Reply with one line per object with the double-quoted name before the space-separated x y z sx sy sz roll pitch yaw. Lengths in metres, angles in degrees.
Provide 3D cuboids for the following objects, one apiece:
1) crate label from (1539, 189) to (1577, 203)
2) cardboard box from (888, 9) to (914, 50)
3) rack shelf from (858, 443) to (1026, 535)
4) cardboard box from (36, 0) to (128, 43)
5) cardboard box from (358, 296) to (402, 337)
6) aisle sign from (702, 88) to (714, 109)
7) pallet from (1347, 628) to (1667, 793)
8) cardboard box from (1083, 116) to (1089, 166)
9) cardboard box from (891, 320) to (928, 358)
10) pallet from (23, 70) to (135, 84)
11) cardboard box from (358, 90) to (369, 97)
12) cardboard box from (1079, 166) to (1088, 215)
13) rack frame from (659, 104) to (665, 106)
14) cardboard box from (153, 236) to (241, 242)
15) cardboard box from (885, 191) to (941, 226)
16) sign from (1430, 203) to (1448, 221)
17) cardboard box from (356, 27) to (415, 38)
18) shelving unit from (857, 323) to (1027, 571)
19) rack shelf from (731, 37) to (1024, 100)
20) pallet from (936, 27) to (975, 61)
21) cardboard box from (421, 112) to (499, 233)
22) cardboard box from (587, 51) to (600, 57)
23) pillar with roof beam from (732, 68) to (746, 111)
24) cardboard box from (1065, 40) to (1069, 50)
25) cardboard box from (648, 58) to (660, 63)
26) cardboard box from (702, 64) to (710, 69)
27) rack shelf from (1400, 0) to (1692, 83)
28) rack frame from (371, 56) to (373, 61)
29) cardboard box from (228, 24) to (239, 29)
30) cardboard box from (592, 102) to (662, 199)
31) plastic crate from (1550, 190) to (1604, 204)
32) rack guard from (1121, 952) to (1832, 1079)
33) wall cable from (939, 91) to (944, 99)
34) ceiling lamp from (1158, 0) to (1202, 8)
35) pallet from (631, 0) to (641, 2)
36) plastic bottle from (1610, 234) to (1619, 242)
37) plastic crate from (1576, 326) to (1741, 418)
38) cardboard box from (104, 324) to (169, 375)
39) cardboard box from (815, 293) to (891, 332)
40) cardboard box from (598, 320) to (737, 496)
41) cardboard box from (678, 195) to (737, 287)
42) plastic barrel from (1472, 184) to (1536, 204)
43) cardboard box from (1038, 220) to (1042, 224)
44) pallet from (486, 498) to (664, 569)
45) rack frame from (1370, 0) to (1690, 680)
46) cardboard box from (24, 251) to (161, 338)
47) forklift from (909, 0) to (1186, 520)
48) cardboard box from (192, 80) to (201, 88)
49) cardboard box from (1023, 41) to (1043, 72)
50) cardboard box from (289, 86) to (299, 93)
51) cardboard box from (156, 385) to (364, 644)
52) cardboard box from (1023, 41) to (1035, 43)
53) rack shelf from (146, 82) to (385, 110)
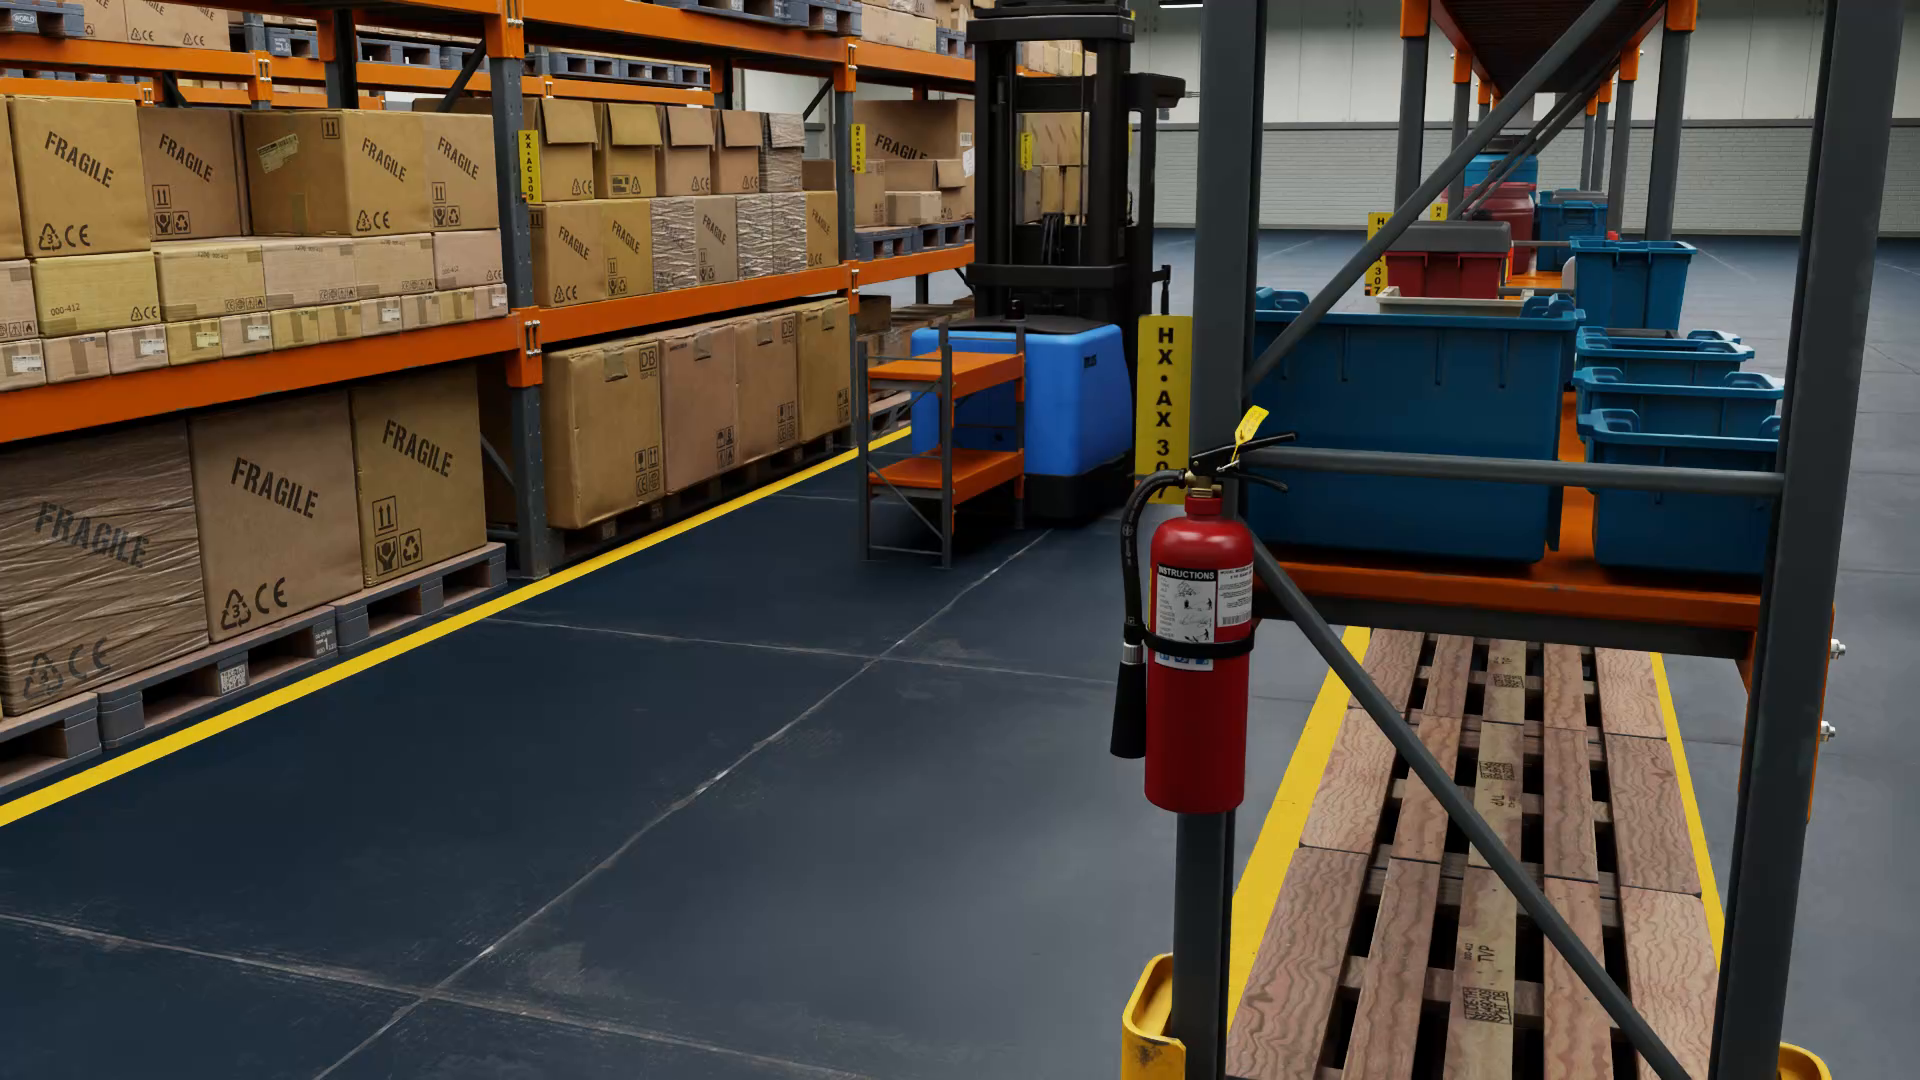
"crate label" 5.715 -3.085 15.686 0.502 0.435 0.616 4 14 18
"cardboard box" -0.660 -3.725 12.165 0.500 0.250 0.500 5 14 20
"rack shelf" -0.078 -0.286 8.810 0.538 0.278 1.000 5 14 22
"cardboard box" -6.140 -3.687 11.436 0.500 0.500 0.500 4 14 18
"cardboard box" -2.552 -0.932 6.897 0.380 0.149 0.250 5 14 19
"aisle sign" -2.985 -5.471 20.374 0.394 0.787 0.004 4 14 18
"pallet" 1.971 0.569 6.023 1.003 0.211 1.213 4 14 18
"cardboard box" 1.104 -4.169 17.371 0.500 0.500 0.500 4 14 18
"cardboard box" -0.678 -1.523 13.550 0.700 0.500 0.500 6 14 23
"pallet" -9.603 -4.952 17.622 1.213 0.211 1.003 4 14 18
"cardboard box" -7.859 -5.790 21.438 0.380 0.149 0.250 4 14 19
"cardboard box" 0.914 -3.696 17.545 0.875 0.500 0.500 4 14 18
"rack frame" -3.292 -4.210 20.693 1.000 3.000 0.127 4 14 18
"cardboard box" -3.242 -1.083 6.661 0.500 0.250 0.500 5 14 20
"cardboard box" -0.460 -2.615 13.099 0.500 0.250 0.500 4 13 17
"sign" 2.944 -1.908 10.242 0.100 0.325 0.005 4 14 18
"cardboard box" -5.110 -4.548 14.465 0.500 0.311 0.500 4 13 17
"shelving unit" -0.078 -0.524 8.756 0.538 1.125 1.048 5 14 22
"rack shelf" -0.573 -3.680 13.246 1.077 0.370 4.000 4 14 18
"pallet" -0.559 -4.019 13.539 1.213 0.211 1.003 4 14 18
"cardboard box" -2.410 -1.627 7.357 0.500 0.500 0.500 5 14 20
"cardboard box" -3.983 -5.121 17.337 0.380 0.149 0.250 4 14 18
"pillar with roof beam" -1.946 -12.488 43.480 9.100 9.000 0.548 4 14 18
"cardboard box" 0.857 -4.897 16.401 0.380 0.149 0.250 4 13 17
"cardboard box" -3.573 -5.388 18.509 0.380 0.149 0.250 5 14 19
"cardboard box" -3.161 -5.656 19.683 0.380 0.149 0.250 4 14 19
"rack shelf" 2.820 -2.481 7.994 1.077 0.370 4.000 4 14 18
"rack frame" -8.008 -7.470 21.494 1.000 3.000 0.127 4 14 18
"cardboard box" -5.895 -4.270 13.569 0.380 0.166 0.250 4 14 18
"cardboard box" -2.082 -2.122 9.064 0.797 0.503 0.637 5 14 19
"plastic crate" 4.894 -2.540 13.232 0.402 0.464 0.583 4 14 18
"rack guard" 0.883 1.118 2.965 1.175 0.500 0.348 4 14 18
"wall cable" -1.873 -13.073 53.018 3.097 2.526 0.112 4 14 18
"ceiling lamp" 6.159 -15.220 42.329 2.000 3.185 0.800 4 14 18
"pallet" -2.264 -2.871 8.514 0.805 0.209 1.217 4 13 16
"plastic bottle" 3.176 -1.313 8.109 0.144 0.351 0.185 4 14 18
"plastic crate" 1.793 -0.423 4.340 0.416 0.233 0.300 4 14 18
"cardboard box" -2.968 -0.662 5.714 0.380 0.149 0.250 4 14 18
"cardboard box" -0.869 -1.764 12.921 0.500 0.250 0.500 6 14 25
"cardboard box" -2.038 -0.798 9.576 1.225 0.875 0.875 4 13 16
"cardboard box" -1.642 -1.753 9.703 0.500 0.500 0.500 5 14 19
"plastic barrel" 3.866 -2.268 11.878 0.433 0.535 0.433 0 13 0
"cardboard box" 0.576 -2.997 15.942 0.380 0.149 0.250 4 14 18
"pallet" -2.336 -0.114 9.011 1.003 0.211 1.213 4 14 18
"rack frame" 2.172 -0.949 6.403 1.000 3.000 0.127 4 14 18
"cardboard box" -3.070 -0.832 5.561 0.500 0.250 0.500 4 13 17
"forklift" 0.740 -1.824 10.393 1.130 2.935 3.031 5 14 22
"cardboard box" -8.856 -5.202 18.863 0.380 0.149 0.250 4 14 18
"cardboard box" 0.462 -4.455 15.362 0.500 0.250 0.500 4 13 16
"cardboard box" -8.300 -5.522 20.265 0.380 0.149 0.250 4 13 17
"cardboard box" -3.095 -0.151 6.741 0.875 0.875 0.875 4 14 18
"cardboard box" 0.471 -4.619 15.186 0.380 0.149 0.250 4 13 17
"rack shelf" -8.656 -5.236 20.062 1.077 0.370 4.000 4 14 18
